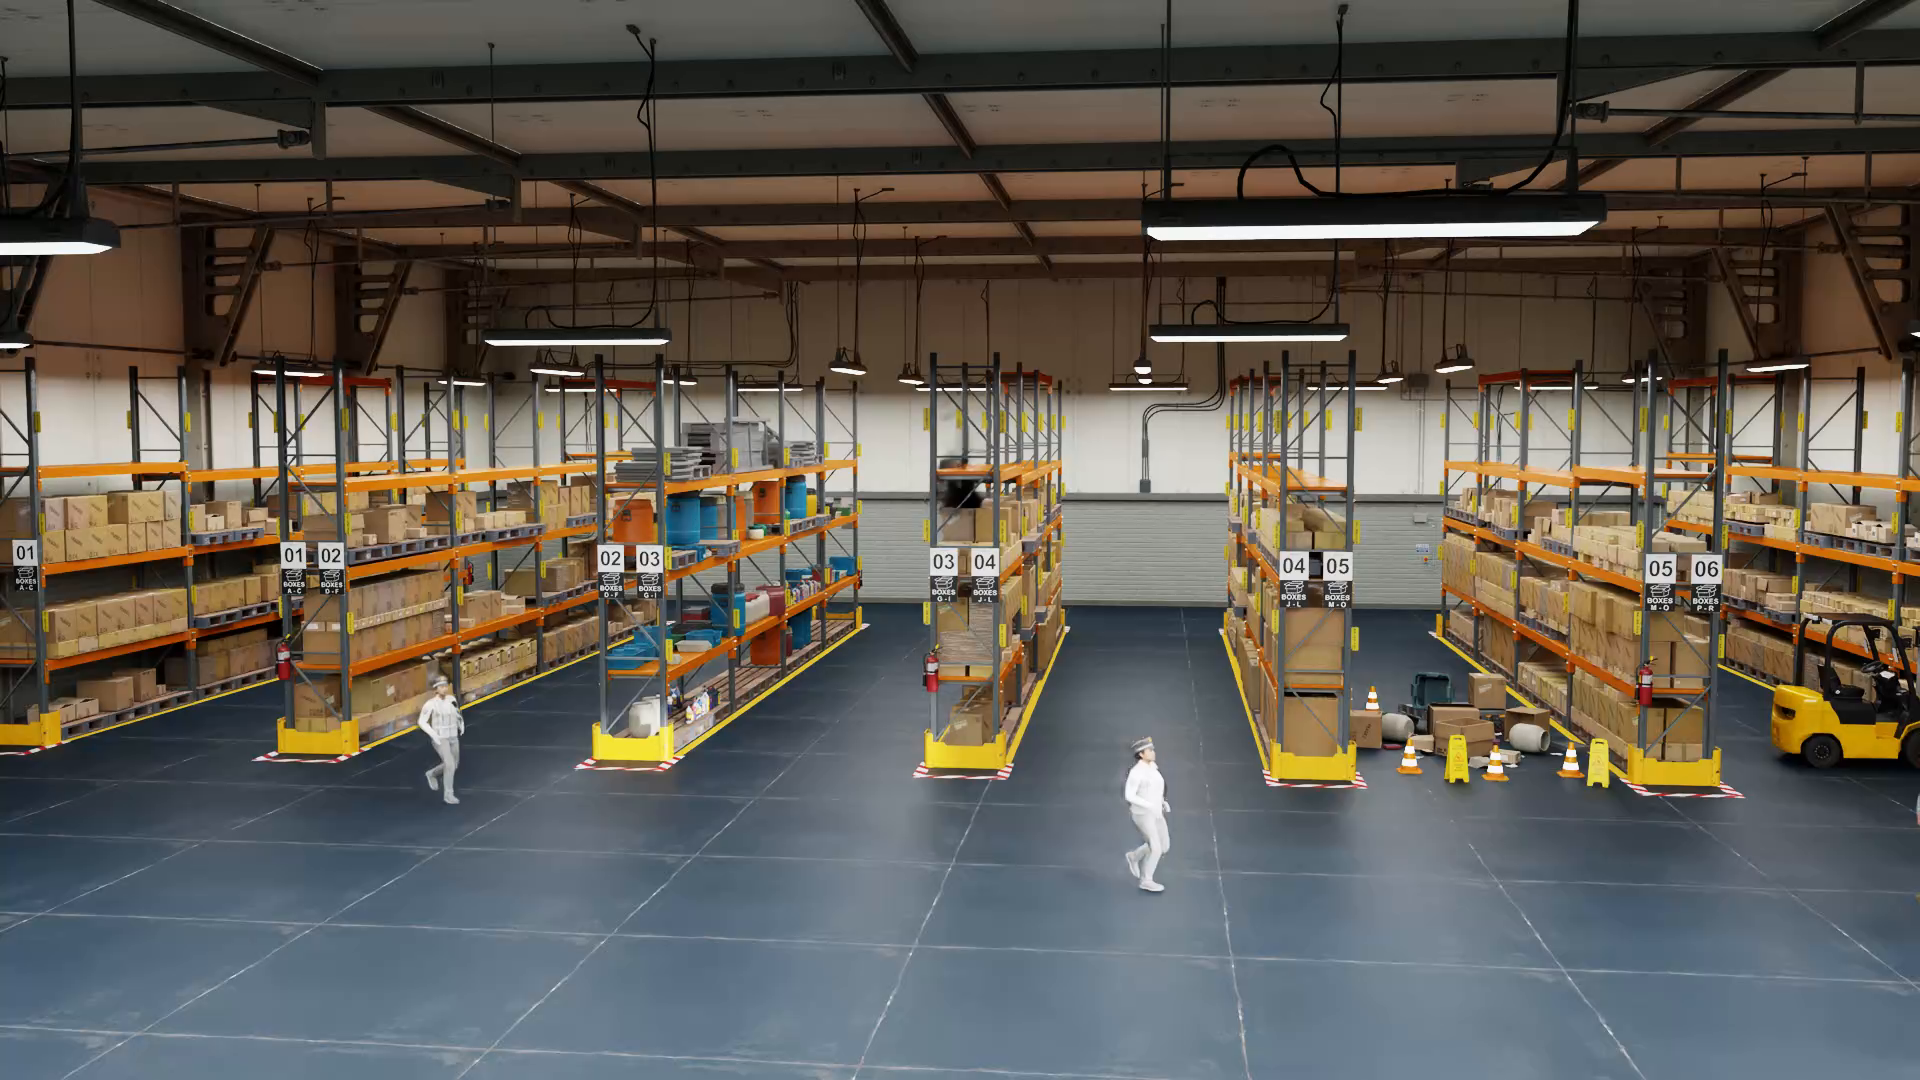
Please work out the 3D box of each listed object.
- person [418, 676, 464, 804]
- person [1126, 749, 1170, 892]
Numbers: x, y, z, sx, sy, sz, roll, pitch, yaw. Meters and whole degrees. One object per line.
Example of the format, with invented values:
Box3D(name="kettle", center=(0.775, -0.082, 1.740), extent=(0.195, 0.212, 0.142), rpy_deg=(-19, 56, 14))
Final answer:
Box3D(name="person", center=(-6.861, 2.623, 22.019), extent=(0.646, 1.684, 0.614), rpy_deg=(3, 5, 36))
Box3D(name="person", center=(1.996, 2.943, 17.794), extent=(0.555, 1.599, 0.430), rpy_deg=(3, 5, 36))
